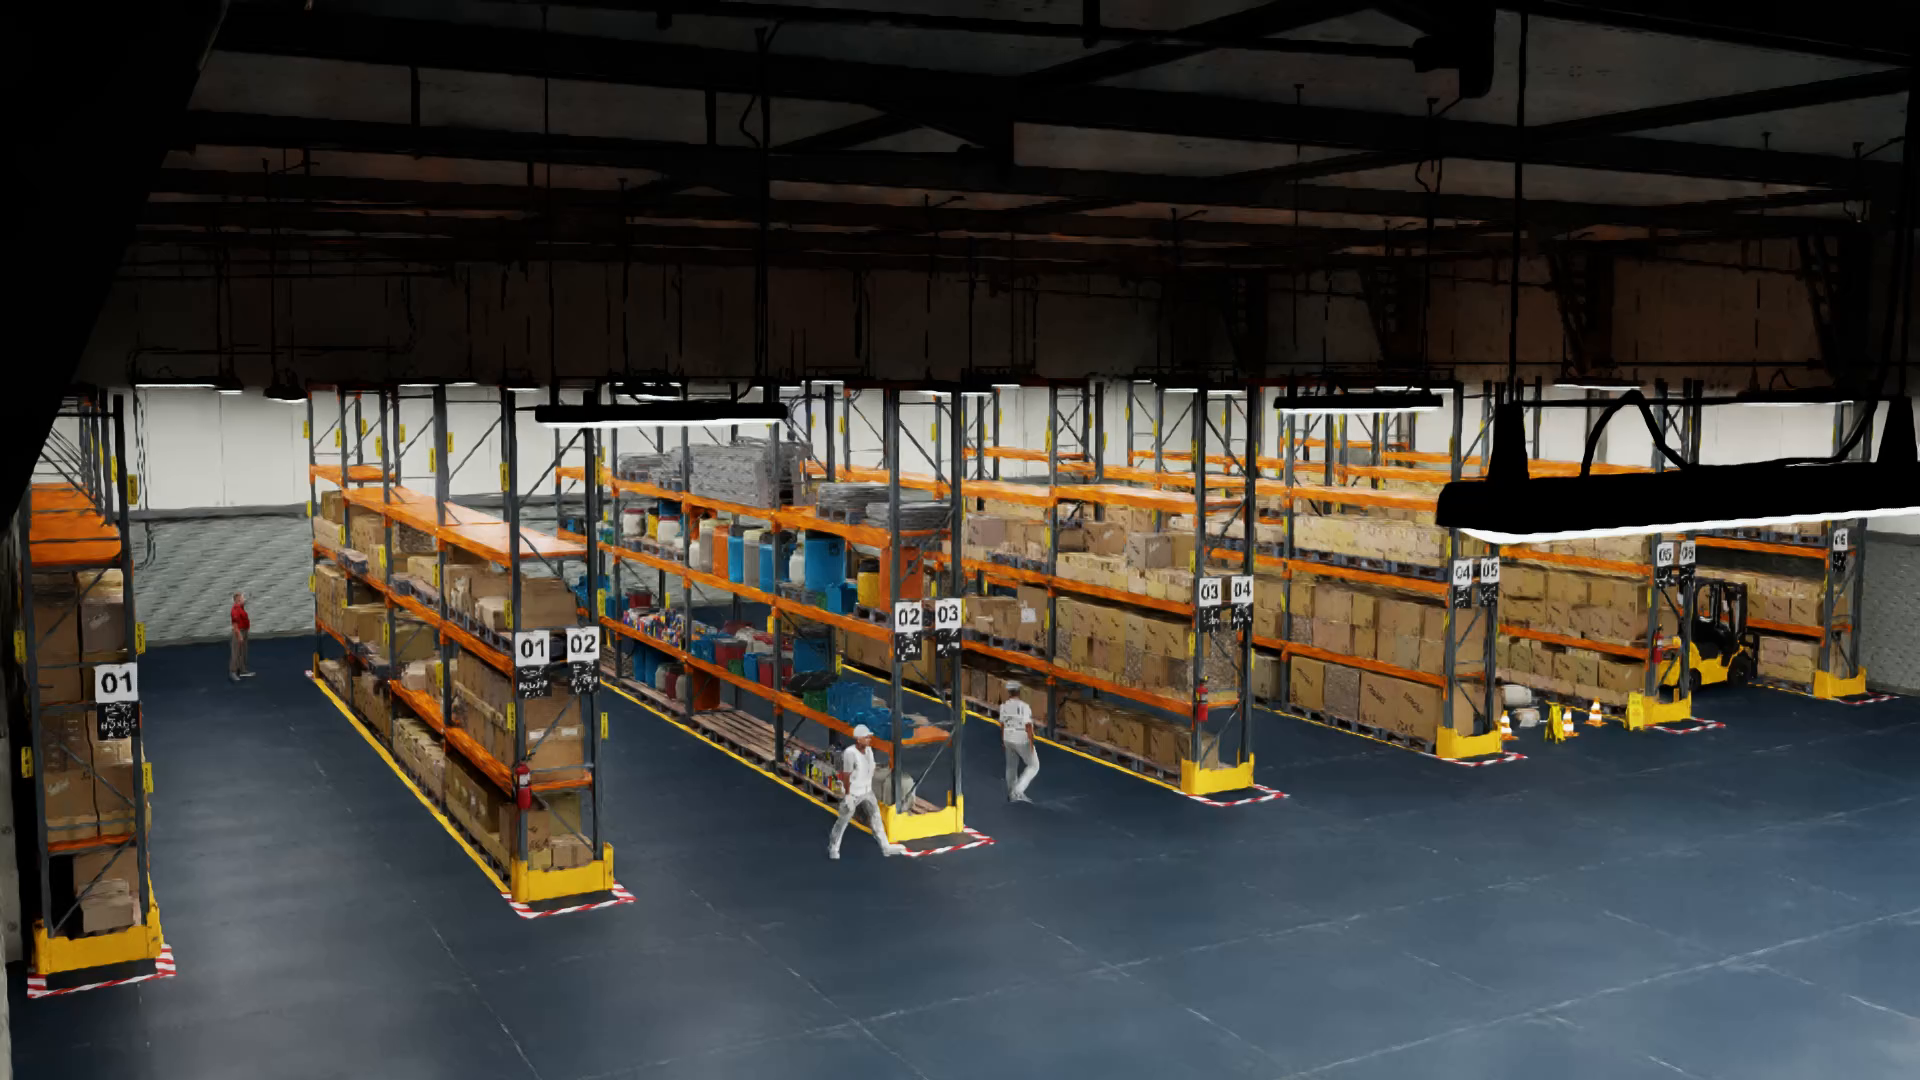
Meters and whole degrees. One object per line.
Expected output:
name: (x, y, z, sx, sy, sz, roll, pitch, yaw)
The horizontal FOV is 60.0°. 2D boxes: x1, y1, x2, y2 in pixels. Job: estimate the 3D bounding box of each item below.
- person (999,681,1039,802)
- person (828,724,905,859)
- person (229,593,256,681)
person: (0.826, 2.922, 23.933, 0.575, 1.742, 0.467, 4, 7, 34)
person: (-1.230, 3.200, 21.162, 0.893, 1.741, 0.637, 4, 7, 35)
person: (-14.439, 1.915, 33.337, 0.430, 1.730, 0.636, -1, 6, -12)
